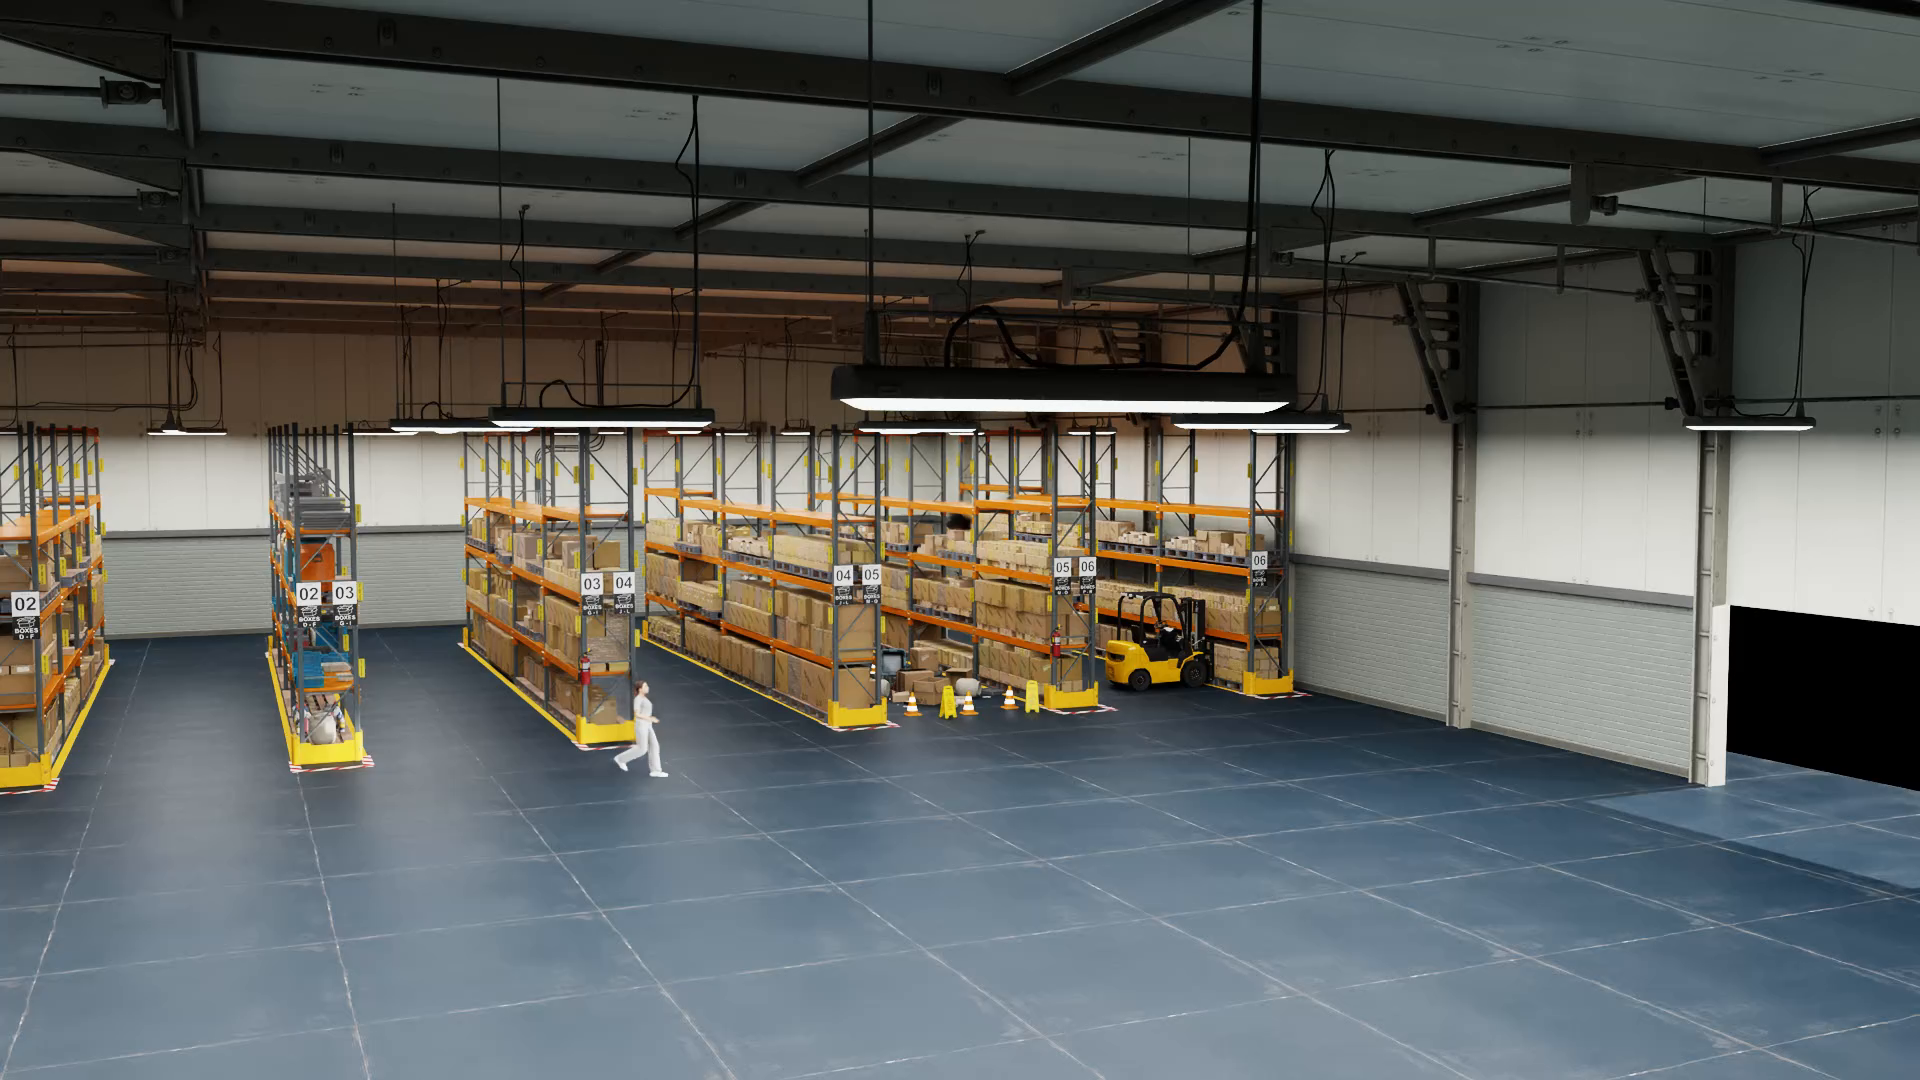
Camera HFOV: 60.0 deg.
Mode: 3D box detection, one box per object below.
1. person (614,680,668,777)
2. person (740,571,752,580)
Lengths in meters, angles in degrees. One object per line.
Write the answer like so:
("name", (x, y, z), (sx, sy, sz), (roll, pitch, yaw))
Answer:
("person", (-5.379, 3.179, 28.037), (0.899, 1.654, 0.578), (0, 3, 3))
("person", (-6.486, 1.761, 50.418), (0.963, 1.807, 0.728), (-1, 4, -12))
